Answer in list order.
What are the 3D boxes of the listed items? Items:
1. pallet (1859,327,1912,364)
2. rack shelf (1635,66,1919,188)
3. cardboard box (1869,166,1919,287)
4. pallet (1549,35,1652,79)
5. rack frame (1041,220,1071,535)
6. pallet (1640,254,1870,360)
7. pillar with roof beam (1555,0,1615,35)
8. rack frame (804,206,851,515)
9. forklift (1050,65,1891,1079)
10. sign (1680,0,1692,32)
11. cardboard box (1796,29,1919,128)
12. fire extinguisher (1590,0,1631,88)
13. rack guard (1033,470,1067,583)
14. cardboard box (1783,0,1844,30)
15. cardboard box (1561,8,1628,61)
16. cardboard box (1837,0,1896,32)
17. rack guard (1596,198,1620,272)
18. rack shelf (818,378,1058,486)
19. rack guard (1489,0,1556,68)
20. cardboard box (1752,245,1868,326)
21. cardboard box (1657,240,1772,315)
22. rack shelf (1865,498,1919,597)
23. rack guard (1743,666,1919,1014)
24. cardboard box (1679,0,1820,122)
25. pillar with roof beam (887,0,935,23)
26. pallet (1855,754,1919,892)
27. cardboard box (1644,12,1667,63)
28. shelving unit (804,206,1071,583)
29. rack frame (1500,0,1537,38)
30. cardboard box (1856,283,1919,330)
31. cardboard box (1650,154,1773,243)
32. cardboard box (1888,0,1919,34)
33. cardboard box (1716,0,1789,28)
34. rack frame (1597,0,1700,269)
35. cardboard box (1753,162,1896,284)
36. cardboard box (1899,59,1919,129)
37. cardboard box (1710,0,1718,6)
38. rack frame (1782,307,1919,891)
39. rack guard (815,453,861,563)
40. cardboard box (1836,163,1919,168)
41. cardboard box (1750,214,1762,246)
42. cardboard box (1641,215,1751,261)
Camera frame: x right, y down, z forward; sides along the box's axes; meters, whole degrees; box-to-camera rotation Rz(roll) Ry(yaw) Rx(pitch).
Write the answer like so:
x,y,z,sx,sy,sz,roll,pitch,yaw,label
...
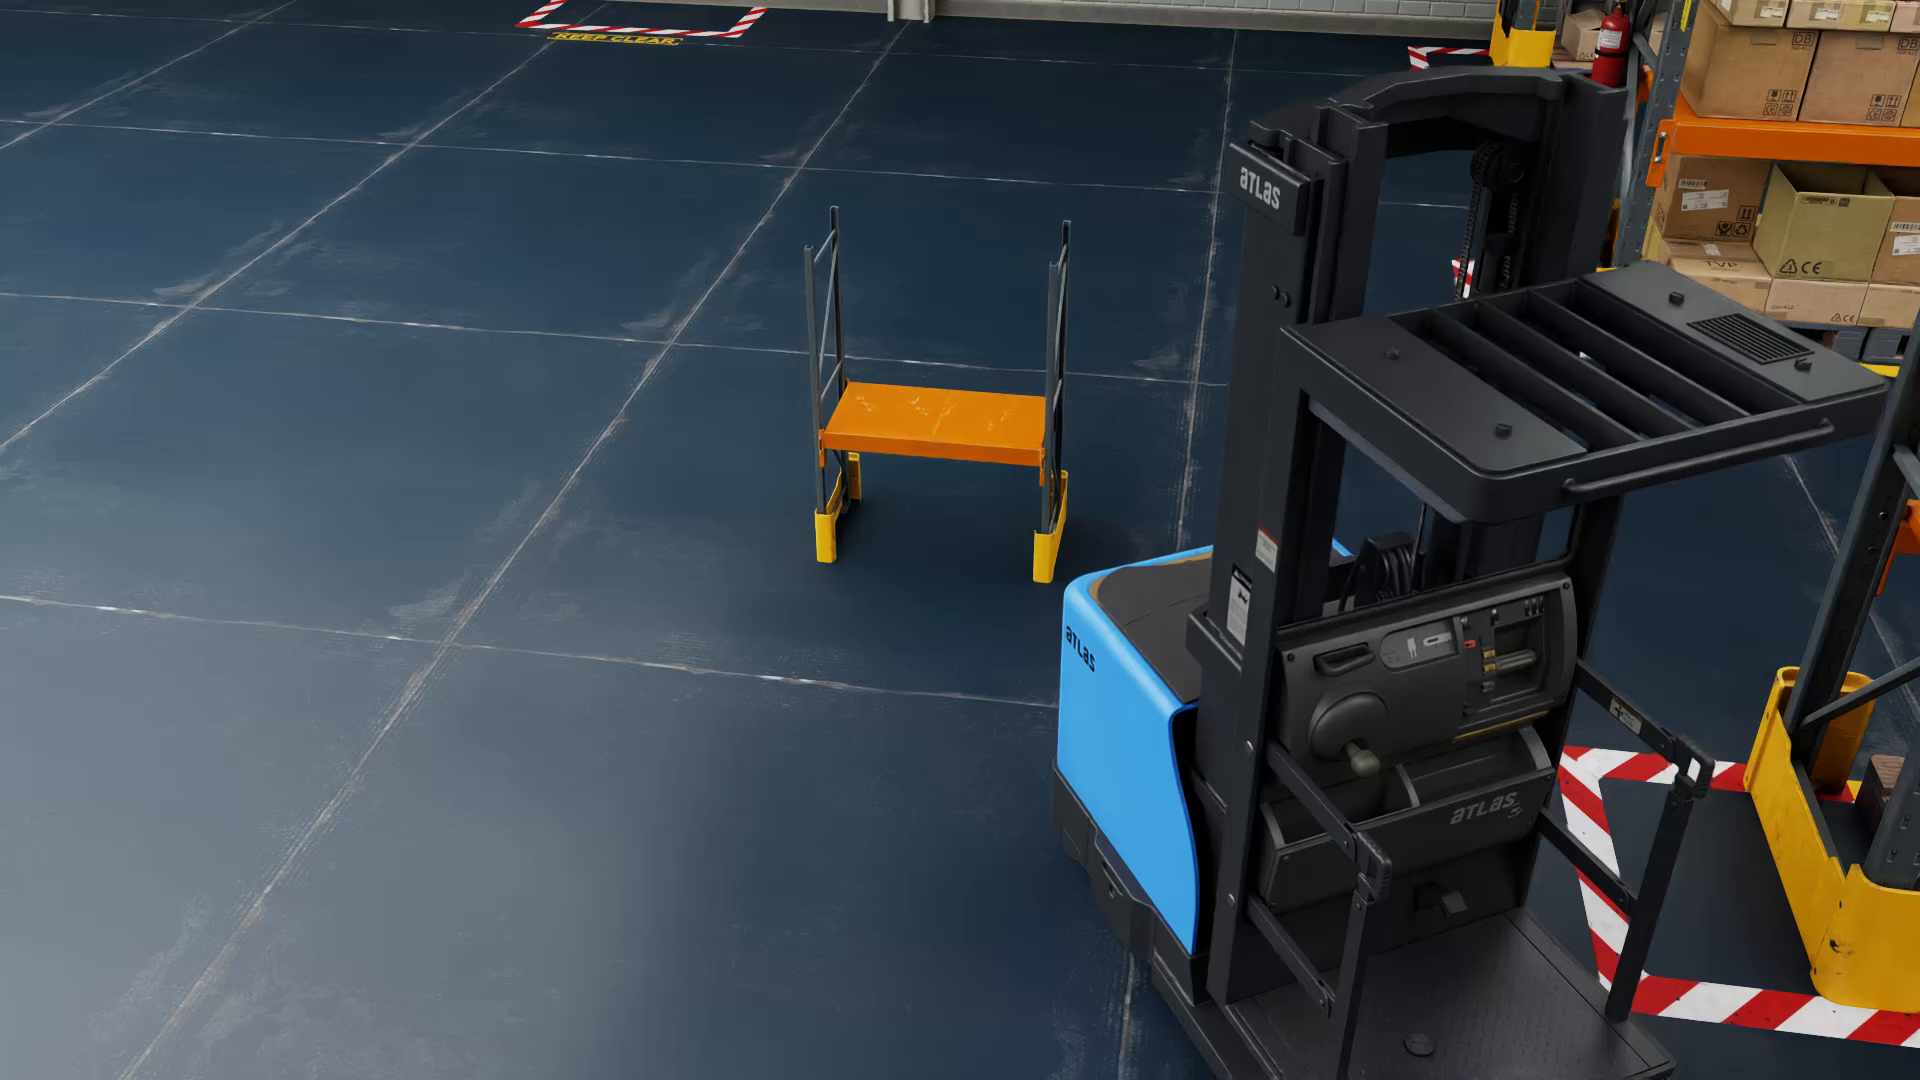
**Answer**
x,y,z,sx,sy,sz,roll,pitch,yaw,label
5.758,-1.304,9.634,1.213,0.211,1.003,5,32,8,pallet
5.770,-2.159,9.050,4.000,0.370,1.077,5,32,8,rack shelf
5.278,-1.727,9.171,0.500,0.500,0.500,5,32,8,cardboard box
5.498,-3.954,13.868,1.213,0.211,1.003,5,32,8,pallet
0.417,-0.598,7.292,0.032,1.500,0.500,5,32,8,rack frame
4.559,-1.414,9.810,1.213,0.211,1.003,5,32,8,pallet
4.739,-5.915,8.718,0.400,9.000,9.100,5,32,8,pillar with roof beam
-0.585,-0.689,7.437,0.032,1.500,0.500,5,32,8,rack frame
1.356,0.420,4.317,1.130,2.935,3.031,-12,34,-19,forklift
3.699,-2.753,8.431,0.005,0.325,0.100,5,32,8,sign
4.775,-2.592,8.970,0.500,0.500,0.700,6,33,9,cardboard box
3.760,-2.863,9.570,0.183,0.674,0.296,5,32,8,fire extinguisher
0.416,-0.068,7.624,0.087,0.250,0.587,5,32,8,rack guard
4.409,-2.790,8.674,0.250,0.149,0.380,4,32,7,cardboard box
5.295,-4.171,13.707,0.500,0.311,0.500,2,32,3,cardboard box
4.655,-2.767,8.638,0.250,0.149,0.380,5,32,8,cardboard box
3.774,-1.585,9.811,0.348,0.500,1.175,5,32,8,rack guard
-0.084,-0.491,7.460,1.000,0.185,0.538,5,32,8,rack shelf
4.703,-4.167,13.936,0.348,0.500,1.175,5,32,8,rack guard
4.783,-1.448,9.432,0.500,0.250,0.500,5,32,8,cardboard box
4.289,-1.491,9.500,0.500,0.250,0.500,5,32,8,cardboard box
4.933,0.431,4.912,4.000,0.370,1.077,5,32,8,rack shelf
3.044,0.990,5.698,0.348,0.500,1.175,5,32,8,rack guard
4.256,-2.636,9.041,0.500,0.500,0.700,5,32,8,cardboard box
-1.175,-6.450,9.574,0.400,9.000,9.100,5,32,8,pillar with roof beam
3.844,1.187,5.654,1.213,0.211,1.003,5,32,8,pallet
5.857,-4.121,13.625,0.500,0.311,0.500,8,33,12,cardboard box
-0.075,-0.643,7.363,1.083,1.500,0.587,5,32,8,shelving unit
4.628,-5.234,13.284,0.127,3.000,1.000,5,32,8,rack frame
5.276,-1.403,9.360,0.500,0.250,0.500,5,32,8,cardboard box
4.377,-2.081,9.736,0.500,0.500,0.500,5,32,8,cardboard box
4.903,-2.743,8.600,0.250,0.149,0.380,5,32,7,cardboard box
4.149,-2.812,8.710,0.250,0.149,0.380,5,32,8,cardboard box
3.798,-2.642,9.144,0.127,3.000,1.000,5,32,8,rack frame
4.782,-1.765,9.231,0.500,0.500,0.500,5,32,8,cardboard box
5.263,-2.545,8.894,0.500,0.500,0.700,5,32,9,cardboard box
4.207,-3.025,9.050,0.250,0.149,0.380,5,32,7,cardboard box
2.961,-0.052,5.006,0.127,3.000,1.000,5,32,8,rack frame
-0.566,-0.157,7.766,0.087,0.250,0.587,5,32,8,rack guard
5.365,-1.999,9.605,0.500,0.500,0.500,5,32,8,cardboard box
4.871,-1.723,9.872,0.500,0.250,0.500,5,32,8,cardboard box
4.376,-1.762,9.933,0.500,0.250,0.500,5,32,8,cardboard box
